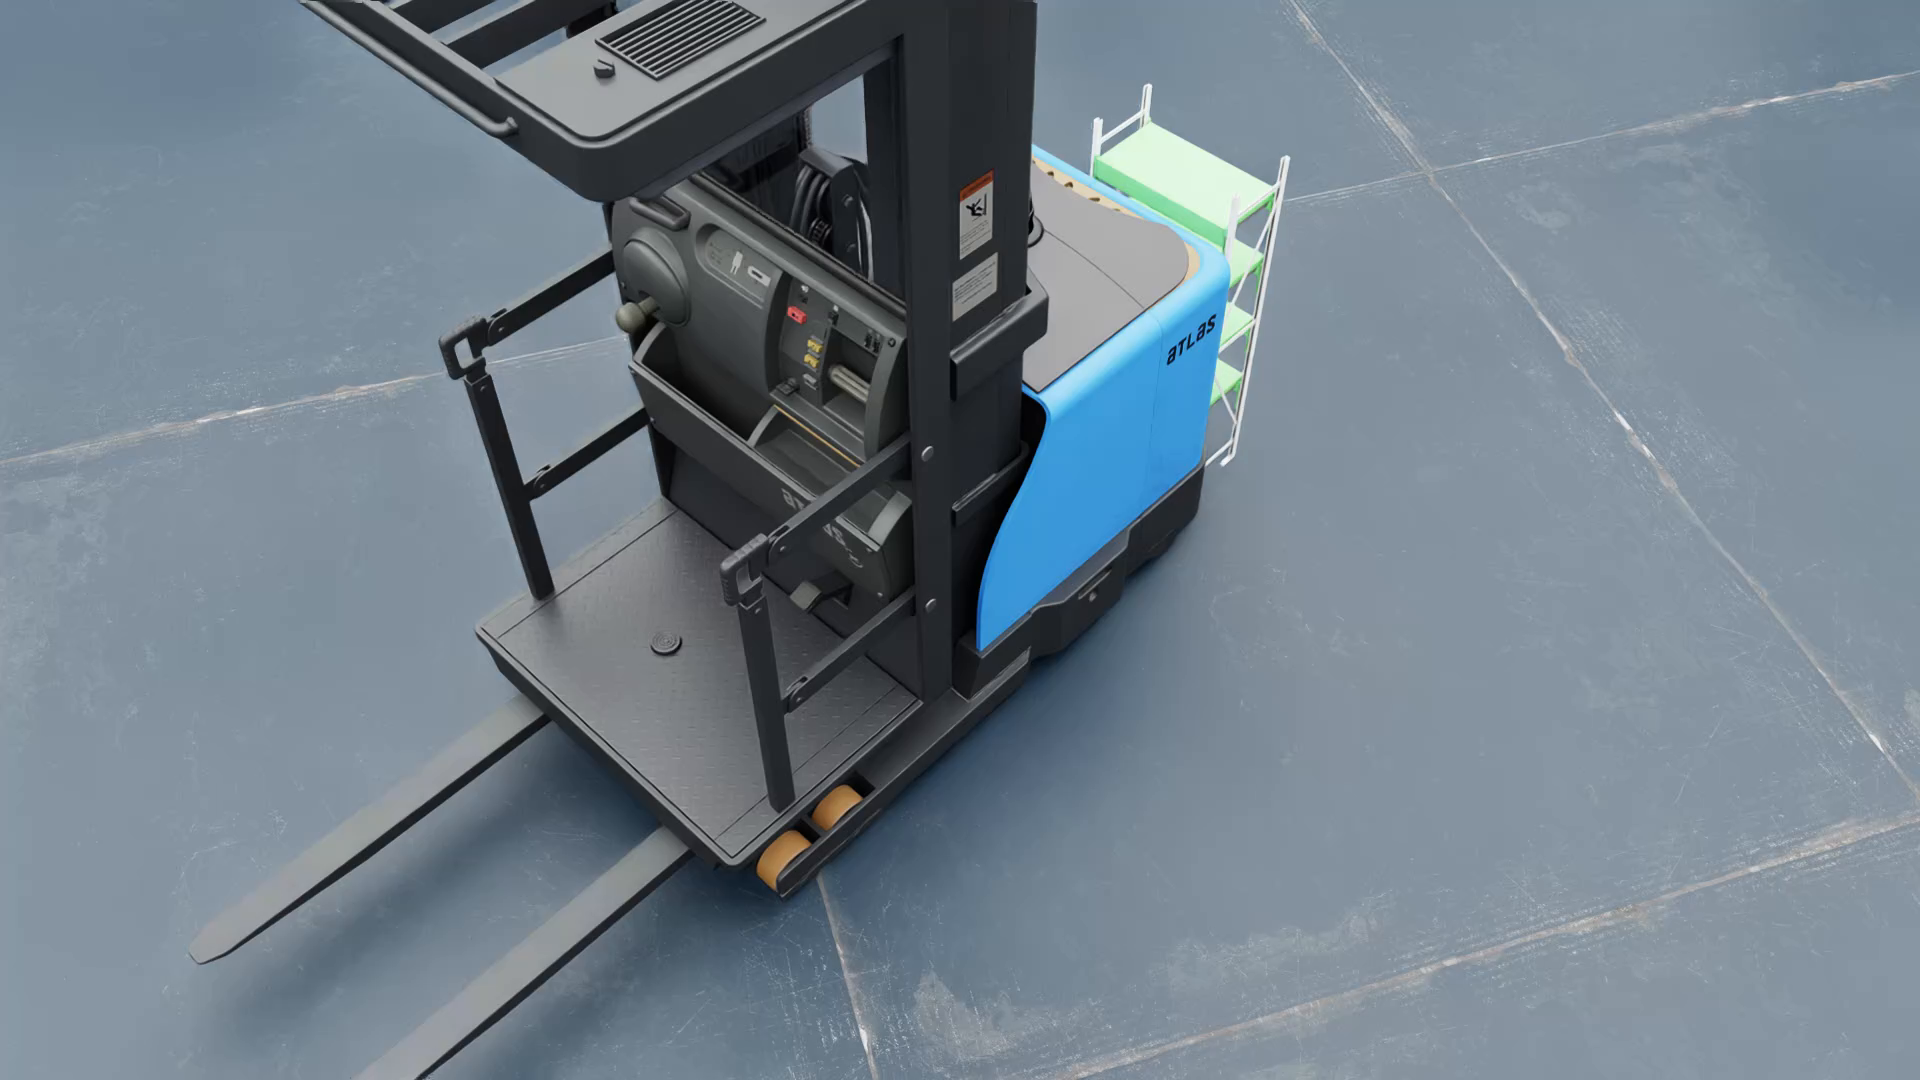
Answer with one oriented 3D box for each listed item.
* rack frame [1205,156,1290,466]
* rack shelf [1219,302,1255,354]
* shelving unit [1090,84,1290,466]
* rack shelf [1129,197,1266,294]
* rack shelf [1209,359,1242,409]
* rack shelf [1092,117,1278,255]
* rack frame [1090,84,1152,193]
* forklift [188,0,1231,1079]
[{"bbox_3d":[0.818,-0.600,4.971,0.015,1.200,0.240,36,59,26],"label":"rack frame"},{"bbox_3d":[0.641,-0.687,5.128,0.480,0.148,0.258,36,59,26],"label":"rack shelf"},{"bbox_3d":[0.641,-0.728,5.079,0.503,1.200,0.258,36,59,26],"label":"shelving unit"},{"bbox_3d":[0.641,-0.842,4.945,0.480,0.148,0.258,36,59,26],"label":"rack shelf"},{"bbox_3d":[0.641,-0.533,5.312,0.480,0.148,0.258,36,59,26],"label":"rack shelf"},{"bbox_3d":[0.641,-0.997,4.761,0.480,0.148,0.258,36,59,26],"label":"rack shelf"},{"bbox_3d":[0.464,-0.857,5.188,0.015,1.200,0.240,36,59,26],"label":"rack frame"},{"bbox_3d":[-0.626,-0.454,3.715,1.130,2.935,3.031,36,59,26],"label":"forklift"}]
